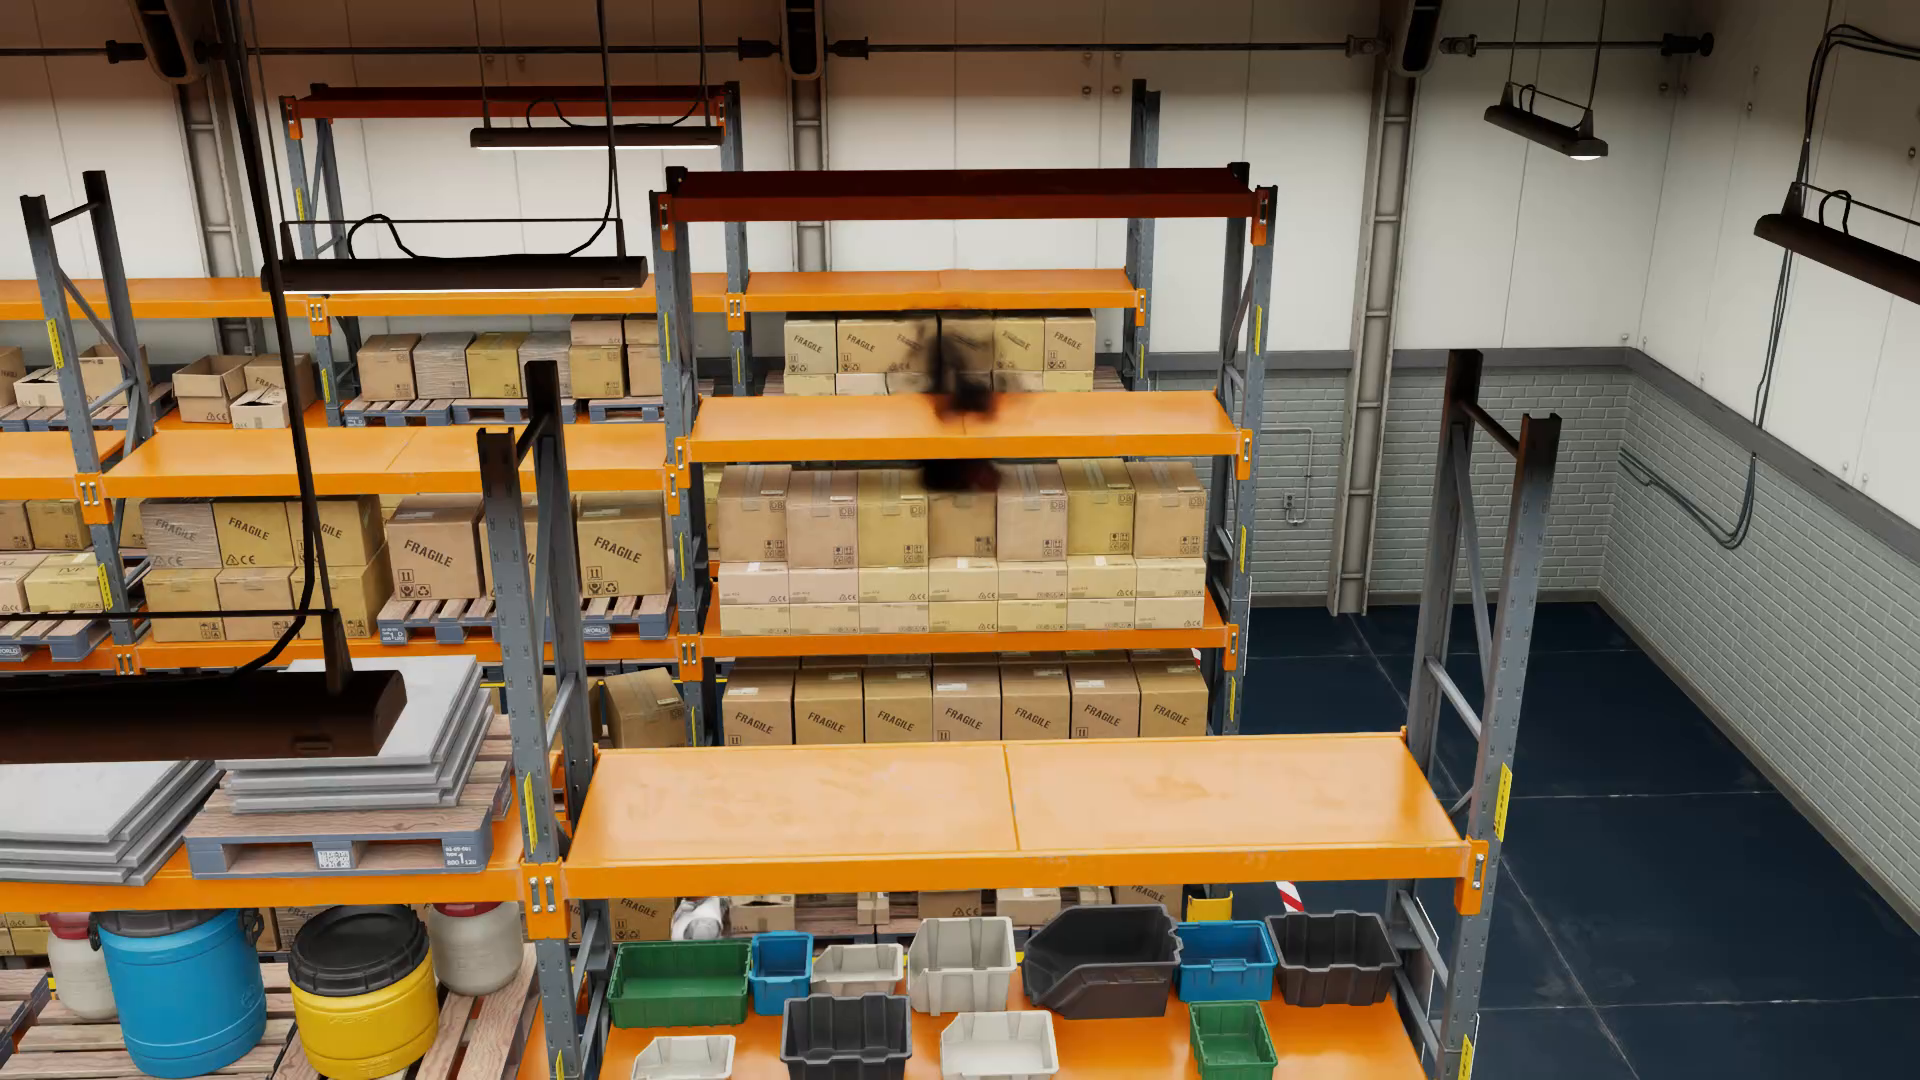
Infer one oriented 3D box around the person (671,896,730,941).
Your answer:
[{"bbox_3d":[-1.766,2.879,11.043,0.654,1.796,0.636,-7,23,-16],"label":"person"}]
